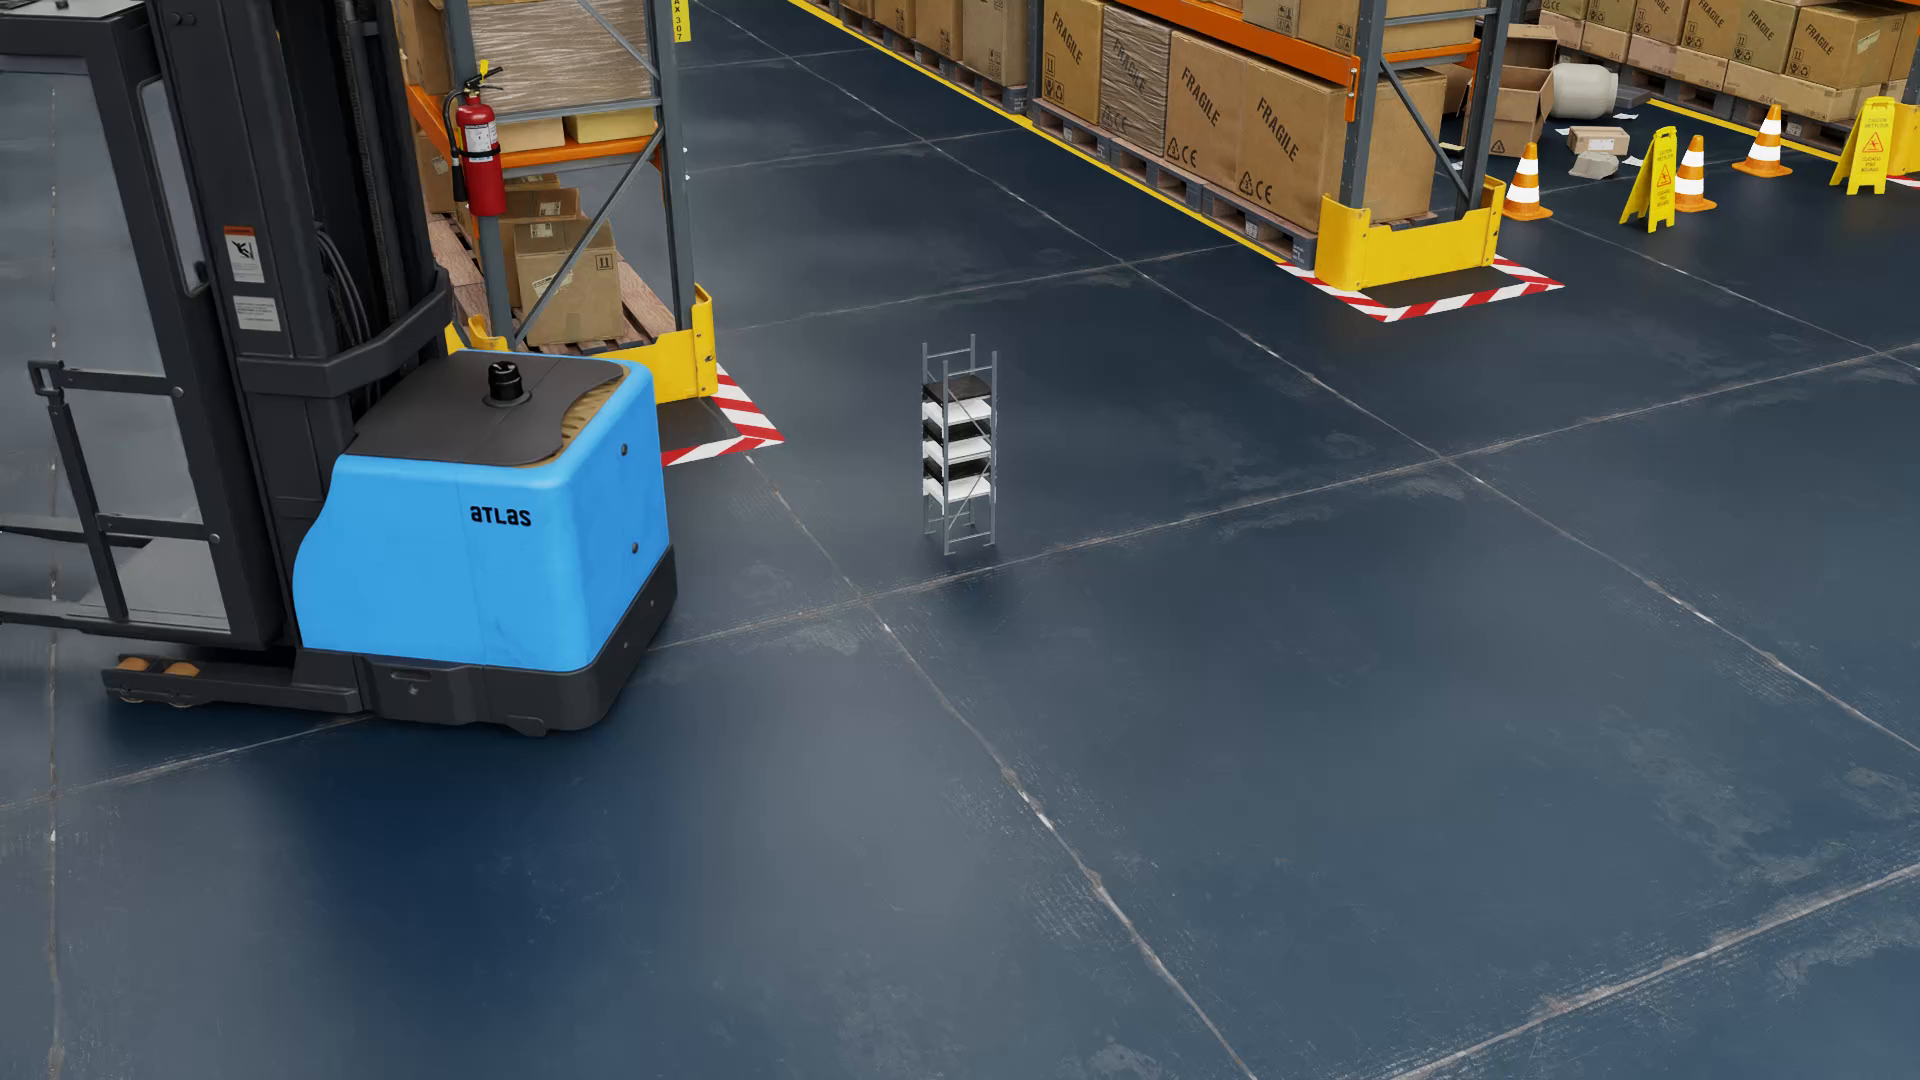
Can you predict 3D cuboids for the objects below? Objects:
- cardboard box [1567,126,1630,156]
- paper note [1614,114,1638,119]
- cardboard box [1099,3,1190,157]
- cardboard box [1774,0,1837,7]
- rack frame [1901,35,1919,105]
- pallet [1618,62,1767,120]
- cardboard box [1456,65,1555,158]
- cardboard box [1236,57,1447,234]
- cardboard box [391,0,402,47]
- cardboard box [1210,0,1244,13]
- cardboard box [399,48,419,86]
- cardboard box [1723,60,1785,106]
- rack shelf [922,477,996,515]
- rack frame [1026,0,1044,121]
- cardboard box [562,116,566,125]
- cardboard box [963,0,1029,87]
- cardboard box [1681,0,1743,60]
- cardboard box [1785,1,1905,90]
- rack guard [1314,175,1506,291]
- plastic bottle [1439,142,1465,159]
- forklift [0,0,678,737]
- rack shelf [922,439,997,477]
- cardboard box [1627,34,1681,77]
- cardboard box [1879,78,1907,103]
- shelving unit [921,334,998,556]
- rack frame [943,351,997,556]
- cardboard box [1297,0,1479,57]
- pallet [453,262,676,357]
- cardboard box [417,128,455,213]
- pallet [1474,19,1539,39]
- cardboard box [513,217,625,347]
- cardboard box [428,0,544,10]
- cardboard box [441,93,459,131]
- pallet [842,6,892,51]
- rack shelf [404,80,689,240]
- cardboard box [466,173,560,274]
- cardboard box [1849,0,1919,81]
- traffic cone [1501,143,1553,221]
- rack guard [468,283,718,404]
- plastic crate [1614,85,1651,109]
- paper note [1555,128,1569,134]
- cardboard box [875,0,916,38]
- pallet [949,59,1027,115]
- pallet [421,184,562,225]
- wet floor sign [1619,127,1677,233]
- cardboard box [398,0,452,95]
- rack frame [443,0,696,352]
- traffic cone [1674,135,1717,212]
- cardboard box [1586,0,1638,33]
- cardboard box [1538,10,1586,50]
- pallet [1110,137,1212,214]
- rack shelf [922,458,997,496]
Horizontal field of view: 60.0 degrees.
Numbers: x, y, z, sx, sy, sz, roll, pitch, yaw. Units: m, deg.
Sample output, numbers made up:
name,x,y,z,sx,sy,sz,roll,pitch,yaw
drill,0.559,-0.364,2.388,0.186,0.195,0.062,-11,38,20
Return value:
name,x,y,z,sx,sy,sz,roll,pitch,yaw
cardboard box,4.762,-2.980,12.412,0.380,0.149,0.250,2,29,4
paper note,5.304,-3.379,13.245,0.148,0.019,0.142,26,38,38
cardboard box,1.601,-3.318,11.844,0.875,0.875,0.875,-13,32,-22
cardboard box,6.351,-4.110,12.464,0.380,0.149,0.250,-12,31,-21
rack frame,7.149,-4.069,11.439,1.000,3.000,0.127,-13,32,-22
pallet,6.279,-3.790,13.794,1.003,0.211,1.213,-13,32,-22
cardboard box,4.108,-3.224,12.485,0.637,0.503,0.797,13,32,21
cardboard box,2.371,-2.527,10.432,0.875,0.875,0.875,-13,32,-22
cardboard box,-2.716,-3.059,9.232,0.875,0.500,0.500,-13,32,-22
cardboard box,2.138,-3.717,10.658,0.875,0.550,0.550,-13,32,-22
cardboard box,-2.849,-2.601,9.079,0.380,0.149,0.250,-13,32,-22
cardboard box,6.343,-3.584,12.956,0.500,0.250,0.500,-13,32,-22
rack shelf,-0.003,-0.210,7.141,0.258,0.077,0.200,-13,32,-22
rack frame,1.004,-4.752,12.657,1.000,3.000,0.127,-13,32,-22
cardboard box,-1.799,-2.169,8.308,0.380,0.149,0.250,-13,32,-22
cardboard box,0.657,-4.209,13.560,1.050,0.750,0.750,-13,32,-22
cardboard box,6.132,-4.133,13.169,0.500,0.500,0.500,-14,32,-23
cardboard box,6.569,-3.679,12.359,0.500,0.500,0.500,-13,32,-22
rack guard,2.732,-1.884,10.098,1.175,0.500,0.348,-13,32,-22
plastic bottle,3.615,-2.904,12.367,0.283,0.061,0.133,26,38,38
forklift,-2.703,-0.907,5.870,3.031,2.935,1.130,5,30,8
rack shelf,-0.003,-0.367,7.053,0.258,0.077,0.200,-13,32,-22
cardboard box,5.910,-4.035,13.761,0.500,0.250,0.500,-14,32,-23
cardboard box,7.052,-3.467,12.748,0.500,0.250,0.500,-13,32,-22
shelving unit,-0.003,-0.396,7.036,0.258,0.900,0.210,-13,32,-22
rack frame,0.040,-0.351,6.956,0.240,0.900,0.006,-13,32,-22
cardboard box,2.521,-3.205,9.745,0.875,0.550,0.550,-13,32,-22
pallet,-2.151,-1.172,9.123,1.003,0.211,1.213,-13,32,-22
cardboard box,-3.130,-2.411,10.610,0.500,0.500,0.500,-3,29,-6
pallet,5.096,-4.963,15.885,1.003,0.211,1.213,-13,32,-22
cardboard box,-2.055,-1.360,8.735,0.500,0.500,0.500,-7,30,-13
cardboard box,-2.261,-2.788,7.727,0.500,0.500,0.500,-13,32,-22
cardboard box,-2.371,-2.171,8.312,0.380,0.149,0.250,-13,32,-22
pallet,-0.443,-4.938,15.841,1.003,0.211,1.213,-13,32,-22
rack shelf,-2.660,-2.558,9.480,1.077,0.370,4.000,-13,32,-22
cardboard box,-2.594,-1.898,9.694,0.500,0.500,0.500,-10,31,-17
cardboard box,7.041,-3.804,12.583,0.500,0.500,0.500,-14,32,-24
traffic cone,3.776,-2.411,11.076,0.336,0.463,0.334,-13,32,-22
rack guard,-1.834,-0.931,8.400,1.175,0.500,0.348,-13,32,-22
plastic crate,5.365,-3.697,13.760,0.583,0.080,0.402,26,38,38
paper note,4.716,-3.175,12.893,0.148,0.019,0.142,-3,29,-5
cardboard box,-0.154,-5.047,15.055,1.050,0.750,0.750,-13,32,-21
pallet,0.605,-3.860,13.919,1.003,0.211,1.213,-13,32,-22
pallet,-3.199,-2.249,11.046,1.003,0.211,1.213,-13,32,-22
wet floor sign,4.522,-2.361,10.800,0.267,0.644,0.232,-19,35,-30
cardboard box,-2.336,-2.606,8.424,0.875,0.500,0.500,-13,32,-22
rack frame,-1.802,-1.988,7.728,1.000,3.000,0.127,-13,32,-22
traffic cone,4.943,-2.498,11.232,0.336,0.463,0.334,-13,32,-22
cardboard box,5.681,-4.595,13.993,0.500,0.500,0.500,-12,31,-20
cardboard box,5.441,-4.502,14.594,0.500,0.250,0.500,-15,32,-24
pallet,1.788,-2.643,11.748,1.003,0.211,1.213,-13,32,-22
rack shelf,-0.003,-0.289,7.097,0.258,0.077,0.200,-13,32,-22
